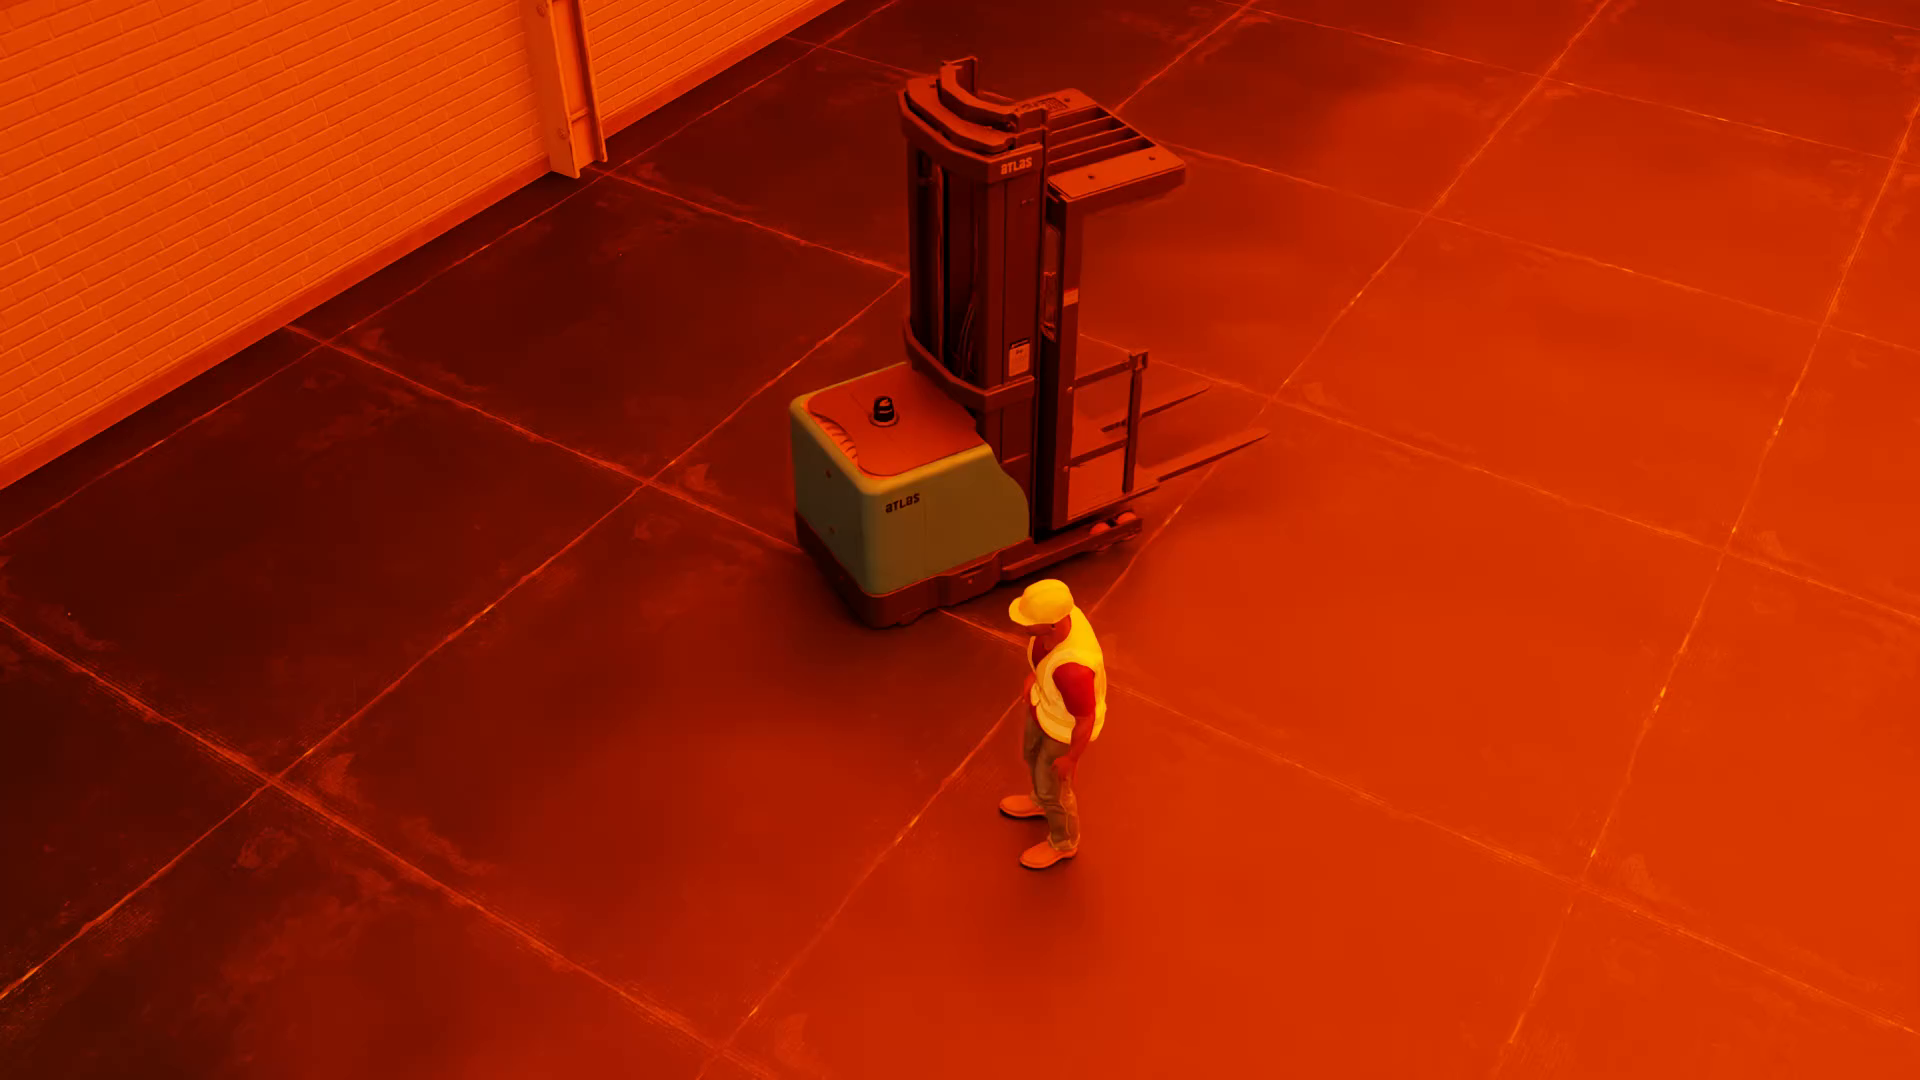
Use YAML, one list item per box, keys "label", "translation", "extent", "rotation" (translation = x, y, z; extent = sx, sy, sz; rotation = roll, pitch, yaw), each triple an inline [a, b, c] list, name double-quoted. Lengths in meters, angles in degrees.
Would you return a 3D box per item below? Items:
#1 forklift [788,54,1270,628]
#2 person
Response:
- label: "forklift"
  translation: [0.529, -1.328, 9.534]
  extent: [3.031, 2.935, 1.130]
  rotation: [-21, 45, -23]
- label: "person"
  translation: [0.438, 0.838, 7.887]
  extent: [0.462, 1.759, 0.631]
  rotation: [-9, 41, -10]
